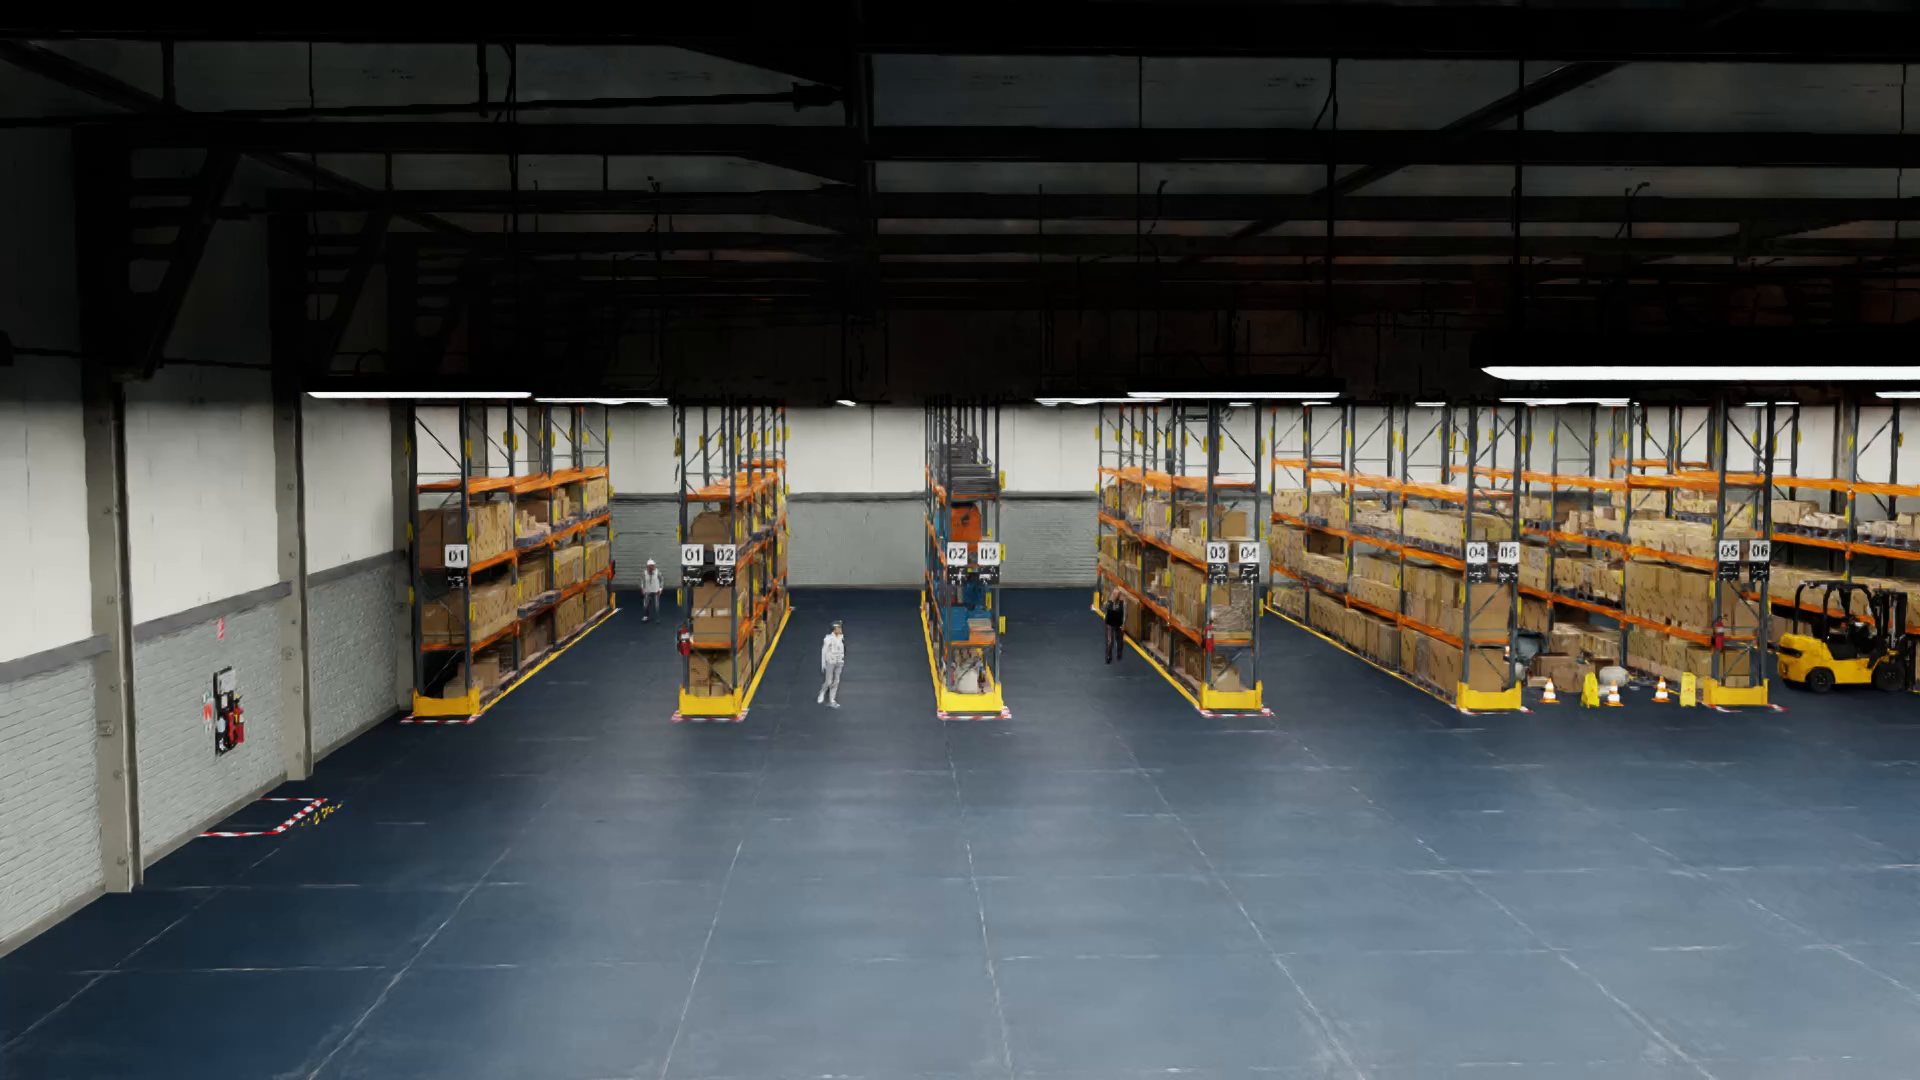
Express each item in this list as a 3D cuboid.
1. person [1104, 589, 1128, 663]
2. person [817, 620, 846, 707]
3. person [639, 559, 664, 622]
[{"bbox_3d":[3.518,1.924,37.467,0.538,1.664,1.032,1,5,6],"label":"person"},{"bbox_3d":[-2.479,2.363,32.035,0.530,1.671,0.519,-4,6,-40],"label":"person"},{"bbox_3d":[-8.257,1.353,44.516,0.677,1.726,0.574,0,5,-4],"label":"person"}]
